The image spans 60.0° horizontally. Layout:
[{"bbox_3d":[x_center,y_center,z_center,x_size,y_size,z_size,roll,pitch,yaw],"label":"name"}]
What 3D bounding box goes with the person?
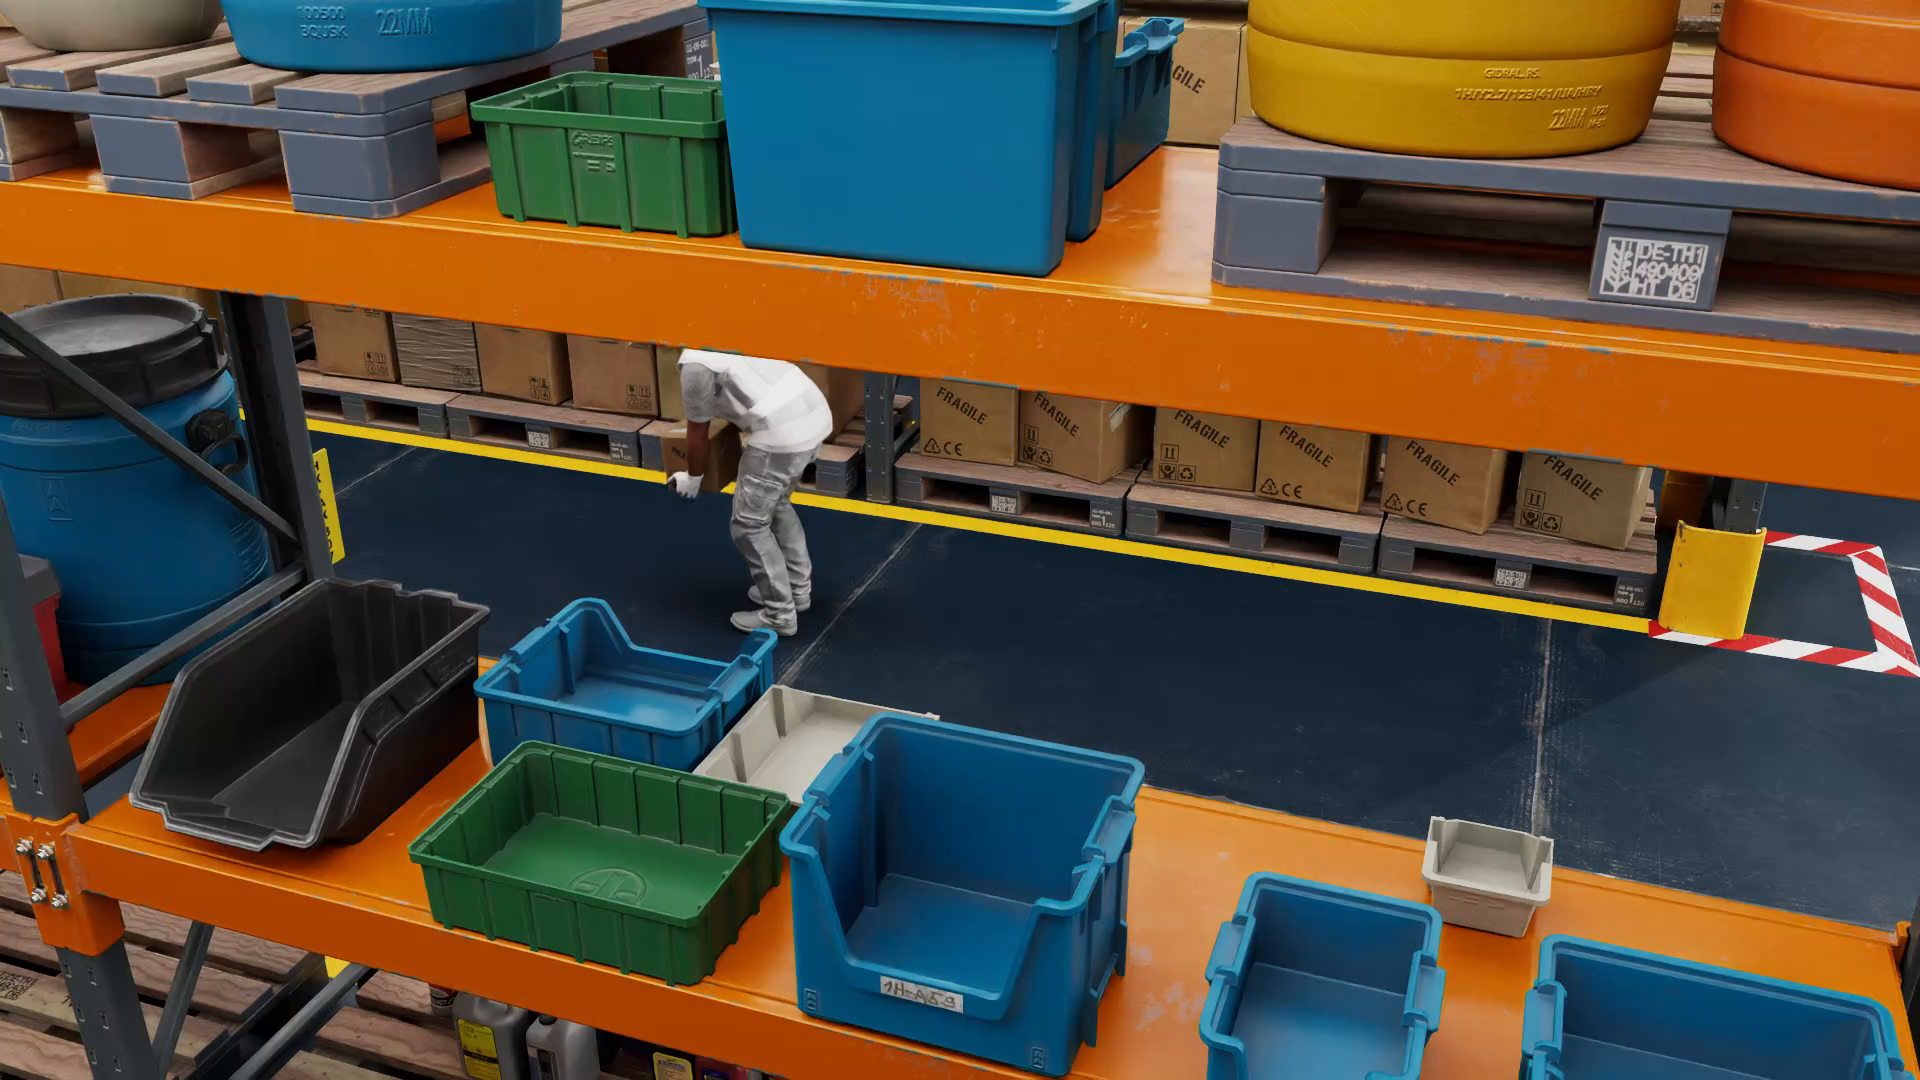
[{"bbox_3d":[-0.964,-0.369,7.147,0.824,1.534,0.484,8,27,16],"label":"person"}]
